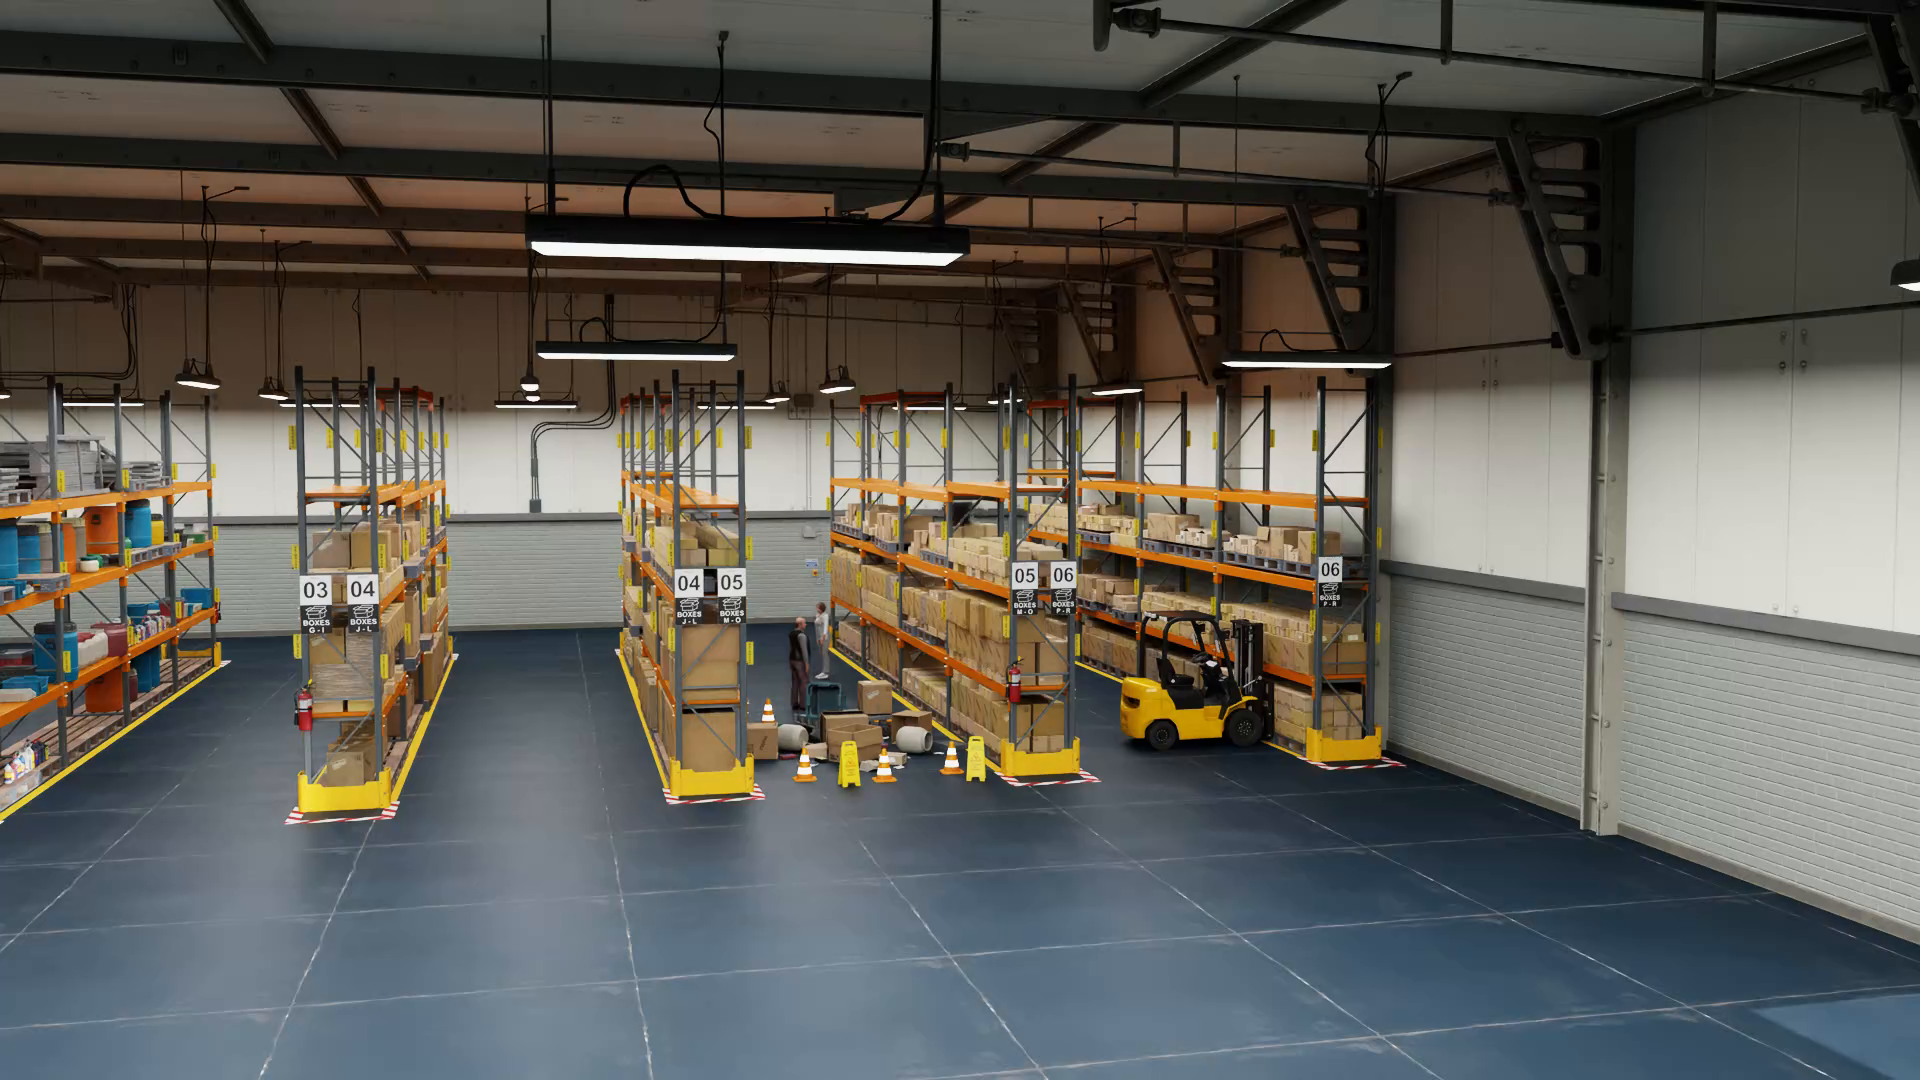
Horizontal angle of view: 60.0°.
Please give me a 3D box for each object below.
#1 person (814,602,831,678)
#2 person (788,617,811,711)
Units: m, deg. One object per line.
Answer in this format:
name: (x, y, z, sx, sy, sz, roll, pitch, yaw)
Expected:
person: (-2.906, 2.105, 35.012, 0.362, 1.605, 0.424, -2, 4, -31)
person: (-2.944, 2.291, 30.846, 0.413, 1.725, 0.584, -2, 4, -35)
